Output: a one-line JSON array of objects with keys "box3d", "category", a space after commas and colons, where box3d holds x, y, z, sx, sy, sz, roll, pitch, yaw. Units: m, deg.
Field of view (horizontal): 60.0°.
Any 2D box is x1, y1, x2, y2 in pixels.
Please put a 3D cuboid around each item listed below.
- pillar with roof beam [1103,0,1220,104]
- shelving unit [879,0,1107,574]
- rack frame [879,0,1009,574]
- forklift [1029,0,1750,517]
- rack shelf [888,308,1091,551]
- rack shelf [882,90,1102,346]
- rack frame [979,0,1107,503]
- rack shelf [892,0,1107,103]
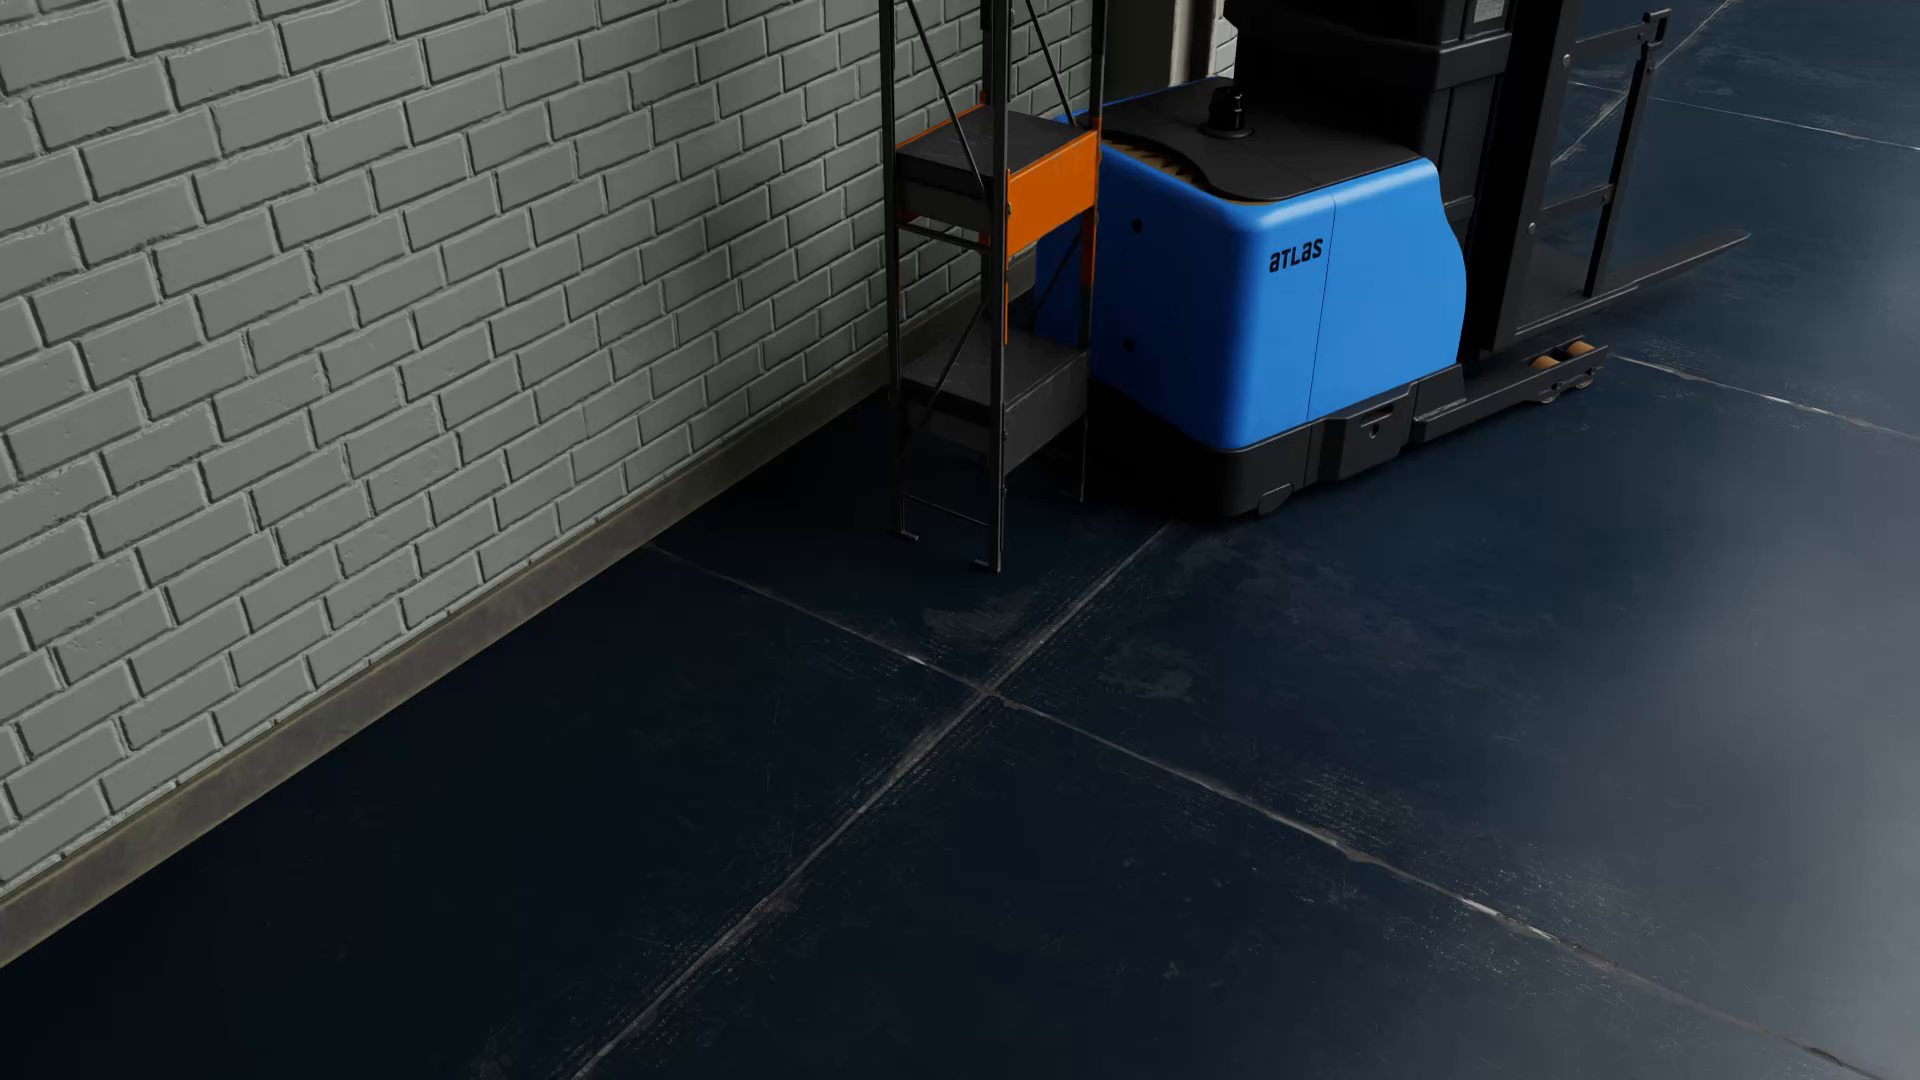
[{"box3d": [4.356, -3.690, 2.673, 9.100, 9.000, 0.400, 21, 39, 28], "category": "pillar with roof beam"}, {"box3d": [0.094, -0.946, 4.774, 0.431, 2.100, 0.503, 21, 39, 28], "category": "shelving unit"}, {"box3d": [-0.045, -0.834, 4.608, 0.400, 2.100, 0.015, 21, 39, 28], "category": "rack frame"}, {"box3d": [1.740, -1.927, 5.483, 3.031, 2.935, 1.130, -21, 39, -28], "category": "forklift"}, {"box3d": [0.094, -0.355, 5.174, 0.431, 0.518, 0.480, 21, 39, 28], "category": "rack shelf"}, {"box3d": [0.094, -0.935, 4.782, 0.431, 0.518, 0.480, 21, 39, 28], "category": "rack shelf"}, {"box3d": [0.234, -1.058, 4.940, 0.400, 2.100, 0.015, 21, 39, 28], "category": "rack frame"}, {"box3d": [0.094, -1.515, 4.390, 0.431, 0.518, 0.480, 21, 39, 28], "category": "rack shelf"}]
